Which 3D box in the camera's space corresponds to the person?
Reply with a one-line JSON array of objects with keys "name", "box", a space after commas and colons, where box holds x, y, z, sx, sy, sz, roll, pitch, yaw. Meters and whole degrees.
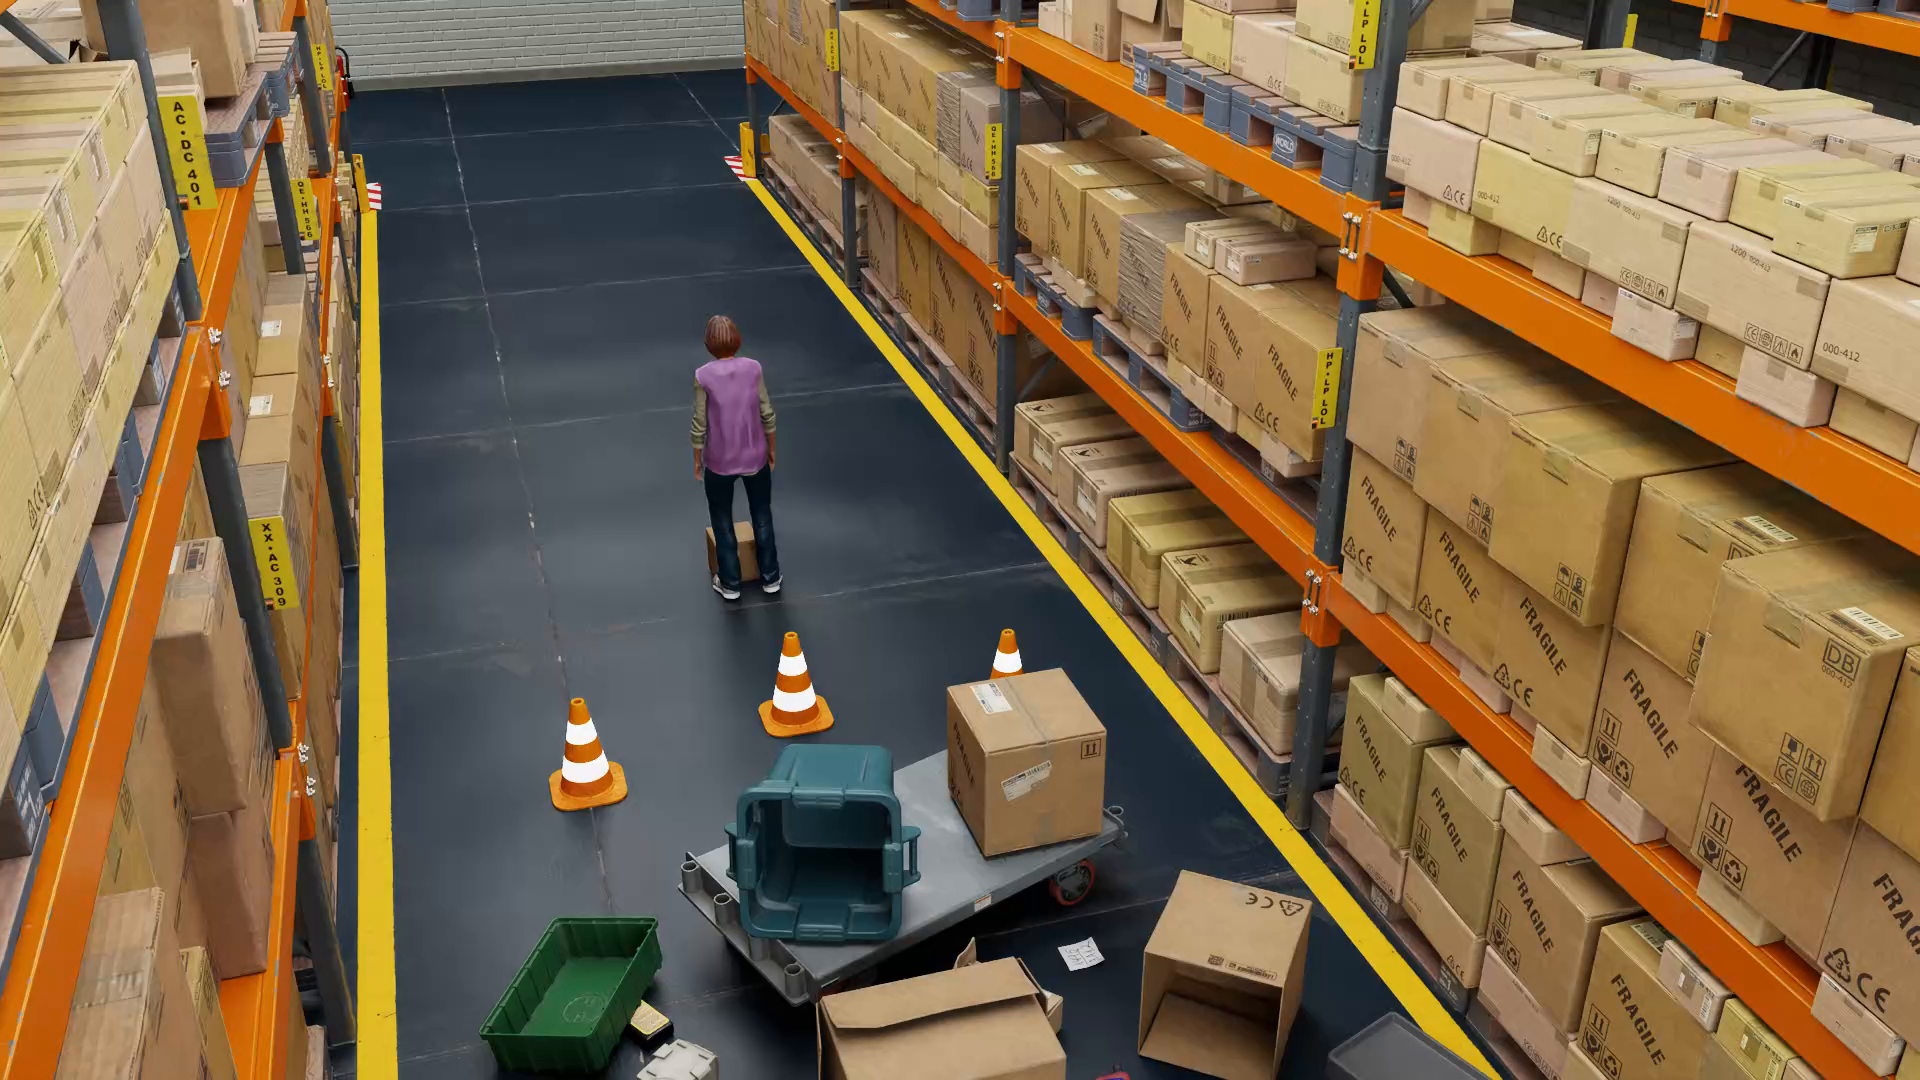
[{"name": "person", "box": [-1.211, -0.427, 8.978, 0.468, 1.592, 0.350, -9, 28, -17]}]
